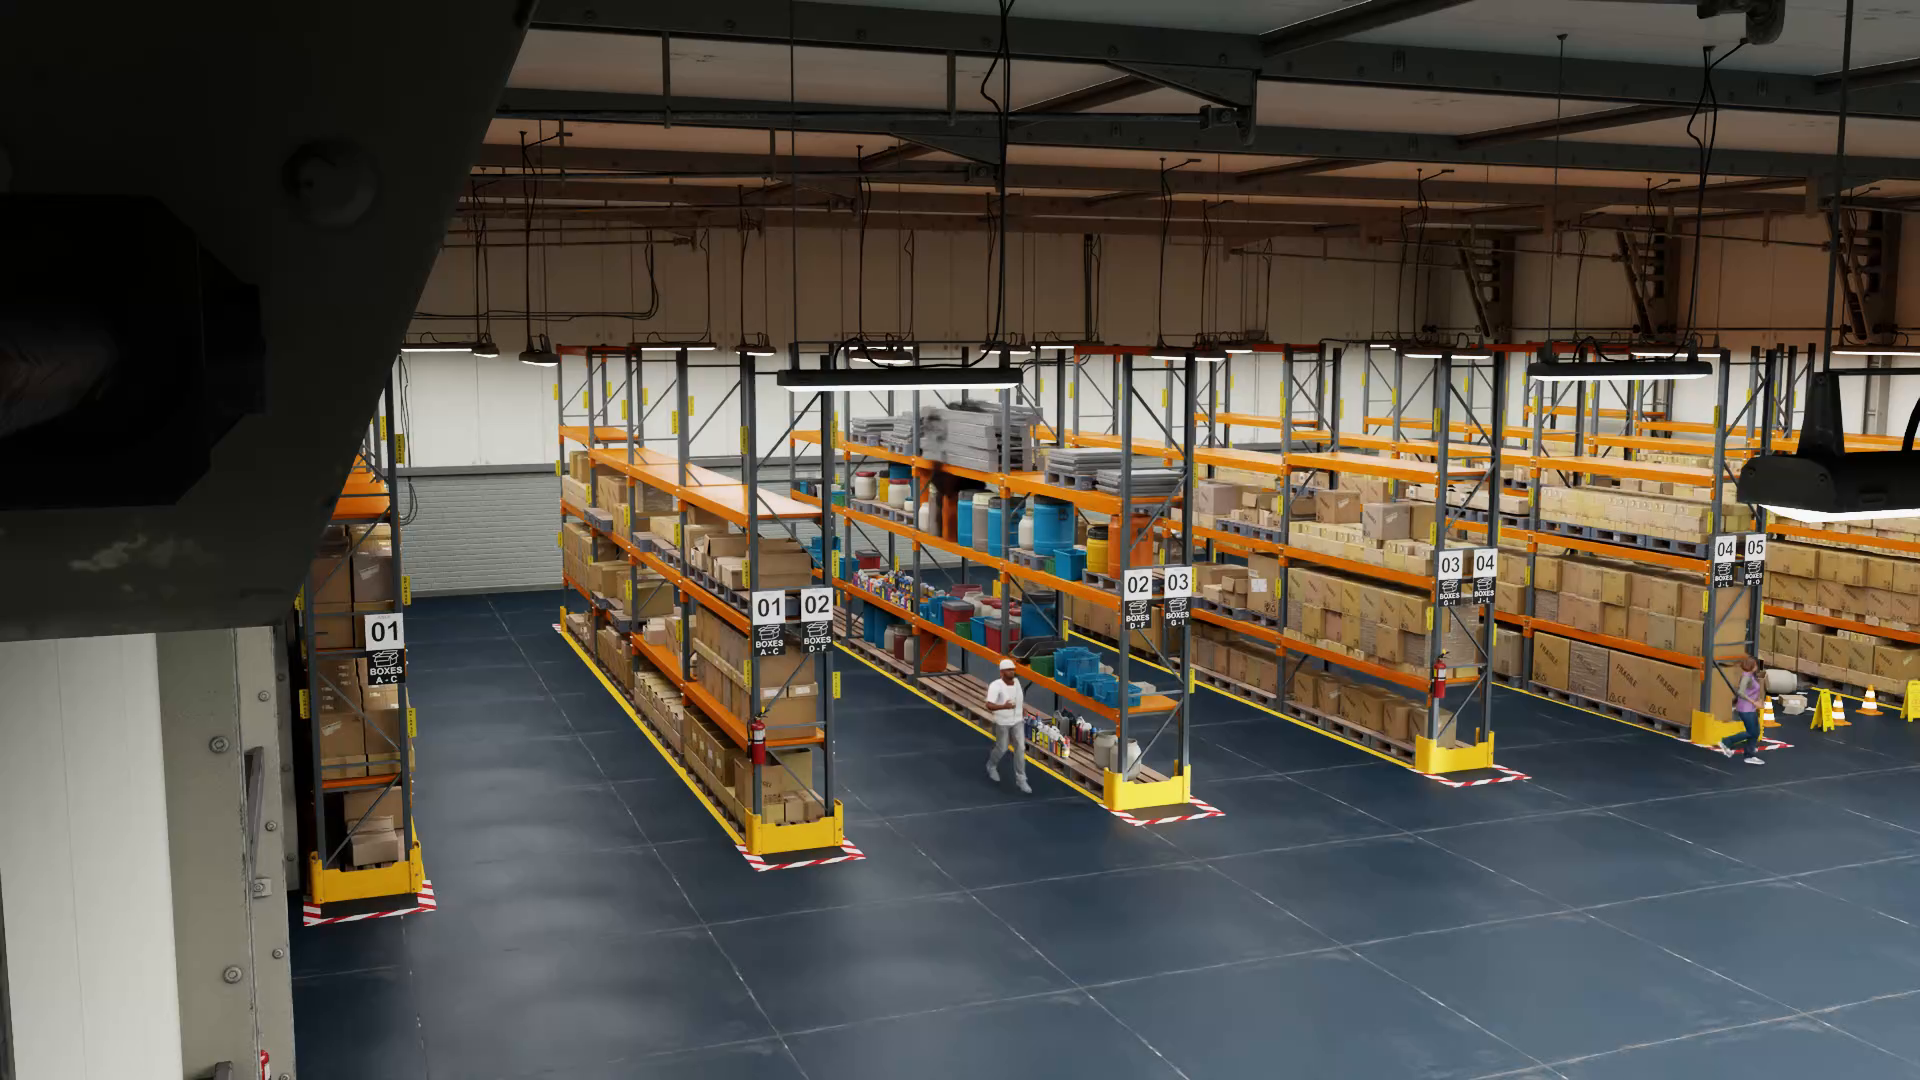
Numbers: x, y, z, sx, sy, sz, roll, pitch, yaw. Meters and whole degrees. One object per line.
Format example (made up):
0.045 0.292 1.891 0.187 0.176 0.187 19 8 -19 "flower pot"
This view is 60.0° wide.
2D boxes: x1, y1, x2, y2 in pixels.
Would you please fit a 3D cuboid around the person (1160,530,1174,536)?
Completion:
5.044 0.273 41.422 0.806 1.596 0.671 -1 7 -6 "person"

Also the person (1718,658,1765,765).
11.446 2.481 24.267 0.631 1.567 0.568 4 8 29 "person"

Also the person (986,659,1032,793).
0.665 2.526 22.914 0.688 1.788 0.891 -4 9 -32 "person"

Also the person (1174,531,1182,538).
4.966 0.660 38.171 0.614 1.759 0.744 -3 8 -20 "person"
